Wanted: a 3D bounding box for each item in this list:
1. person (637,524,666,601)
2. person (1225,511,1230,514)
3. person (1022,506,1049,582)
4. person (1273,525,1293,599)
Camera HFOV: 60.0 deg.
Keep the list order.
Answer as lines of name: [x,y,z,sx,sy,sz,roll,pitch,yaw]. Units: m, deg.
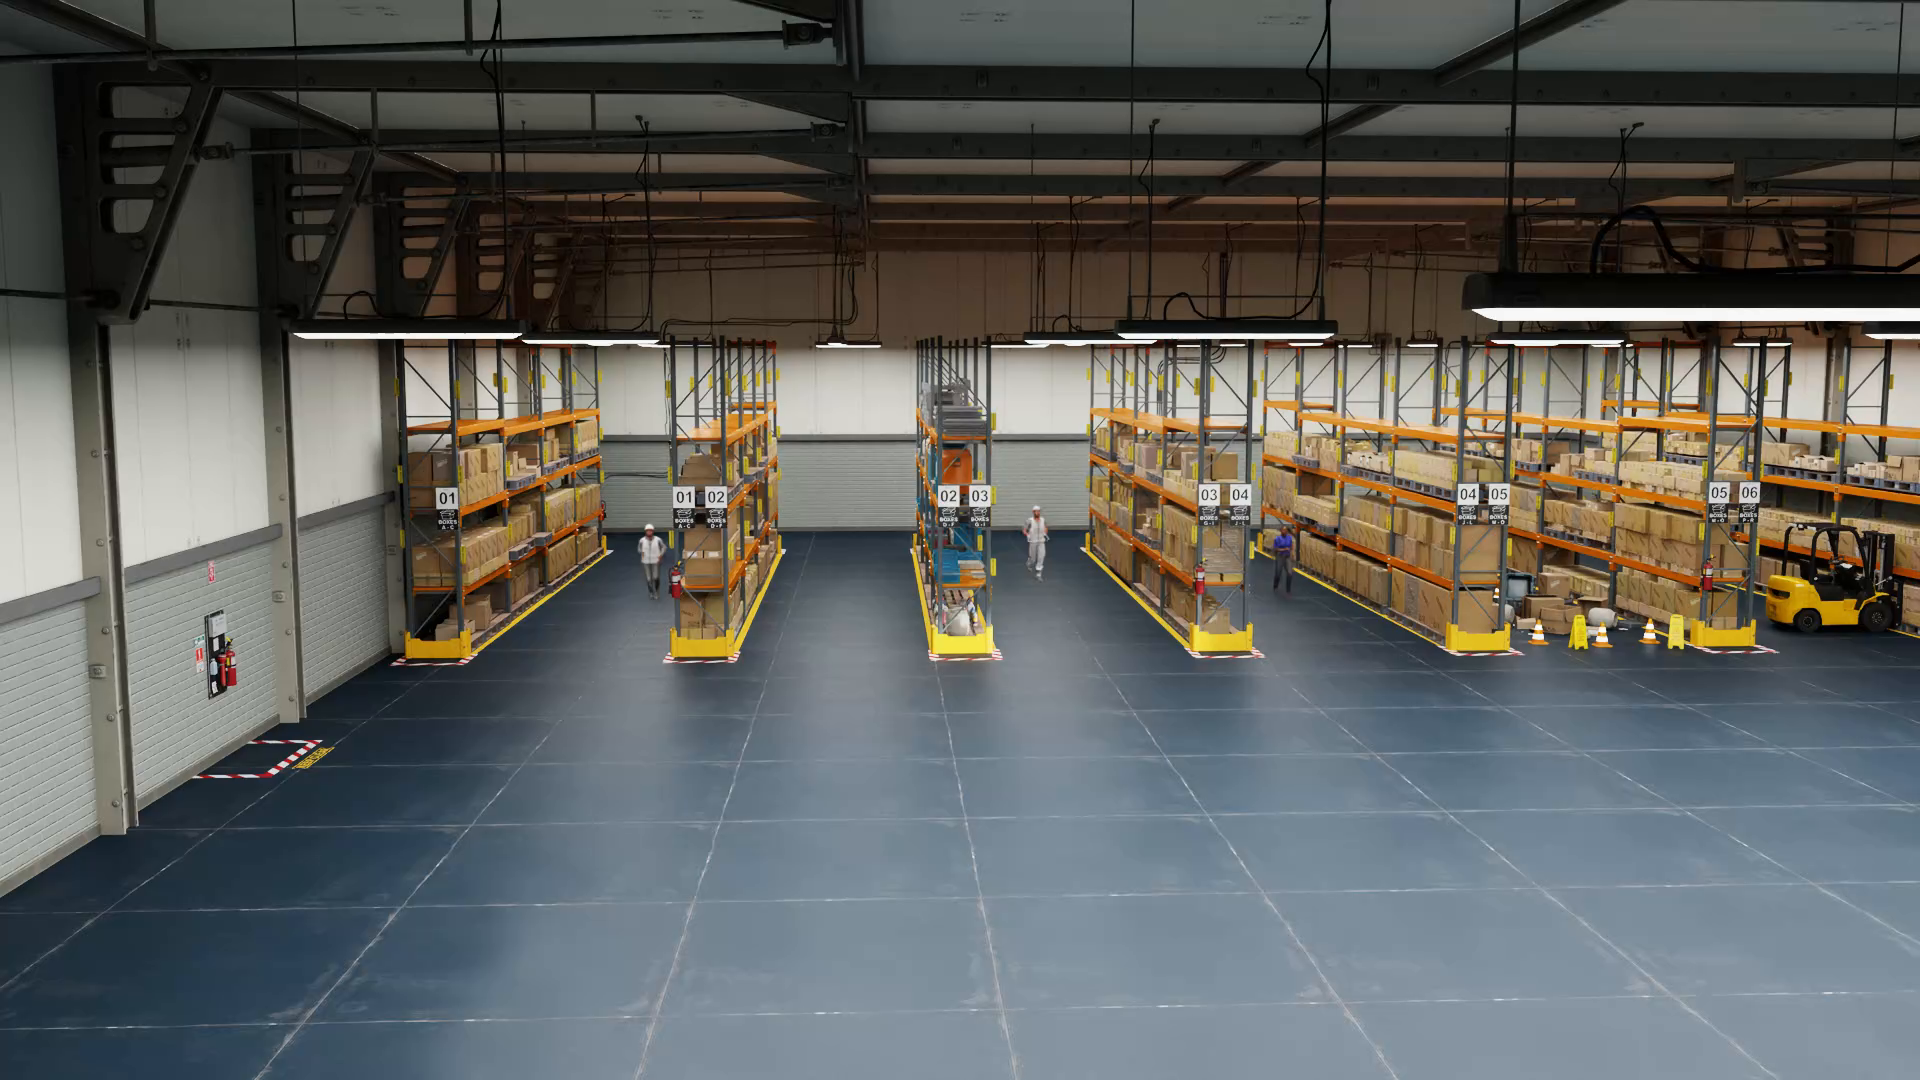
person: [-7.089,0.521,38.170,0.633,1.770,0.695,0,6,-2]
person: [7.439,-0.358,46.580,0.628,1.593,0.512,0,7,-4]
person: [1.810,0.074,39.505,0.661,1.787,0.868,-2,7,-15]
person: [7.545,0.531,38.755,0.540,1.722,0.786,-1,7,-7]
